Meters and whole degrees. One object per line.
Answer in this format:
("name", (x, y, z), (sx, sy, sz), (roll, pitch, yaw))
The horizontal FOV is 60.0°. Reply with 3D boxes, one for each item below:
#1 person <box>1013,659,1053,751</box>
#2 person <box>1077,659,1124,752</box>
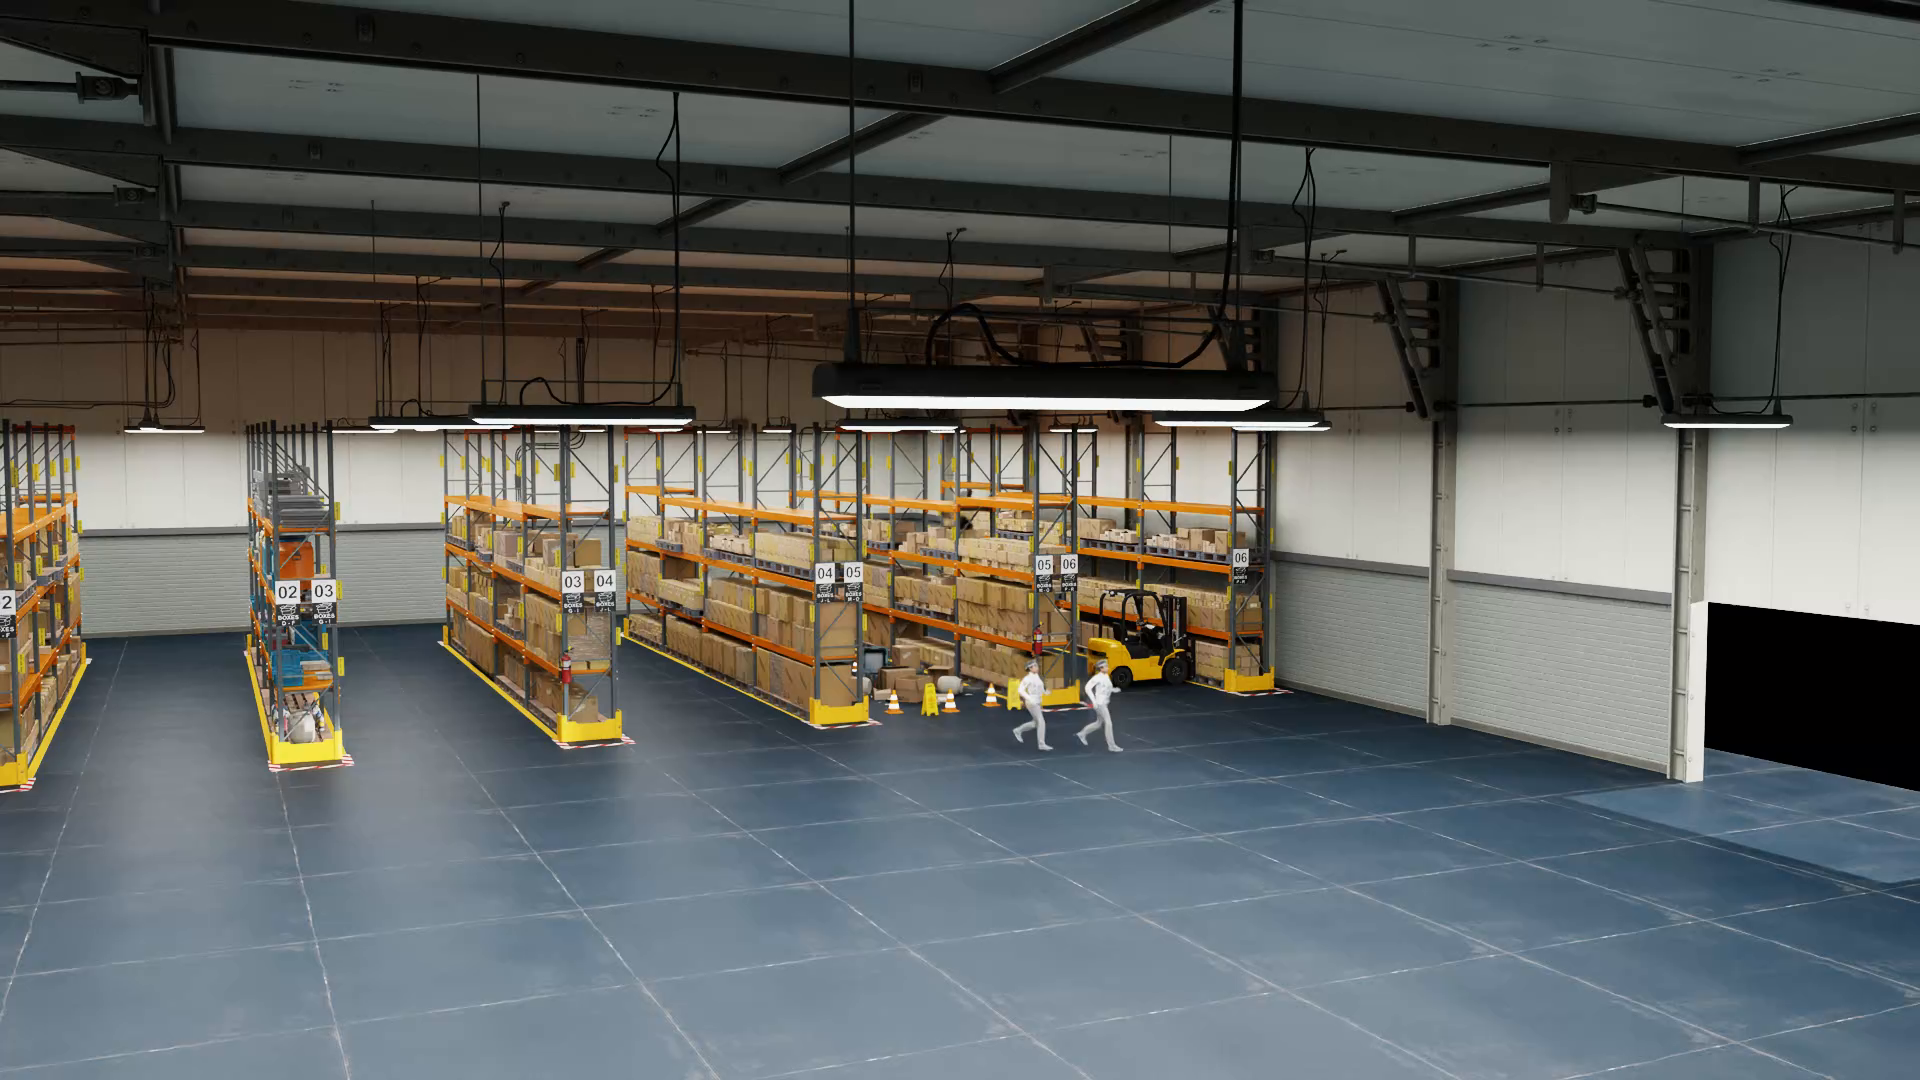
("person", (1.318, 2.987, 30.341), (0.832, 1.665, 0.626), (2, 4, 25))
("person", (2.551, 2.976, 30.095), (0.882, 1.672, 0.612), (2, 4, 23))
